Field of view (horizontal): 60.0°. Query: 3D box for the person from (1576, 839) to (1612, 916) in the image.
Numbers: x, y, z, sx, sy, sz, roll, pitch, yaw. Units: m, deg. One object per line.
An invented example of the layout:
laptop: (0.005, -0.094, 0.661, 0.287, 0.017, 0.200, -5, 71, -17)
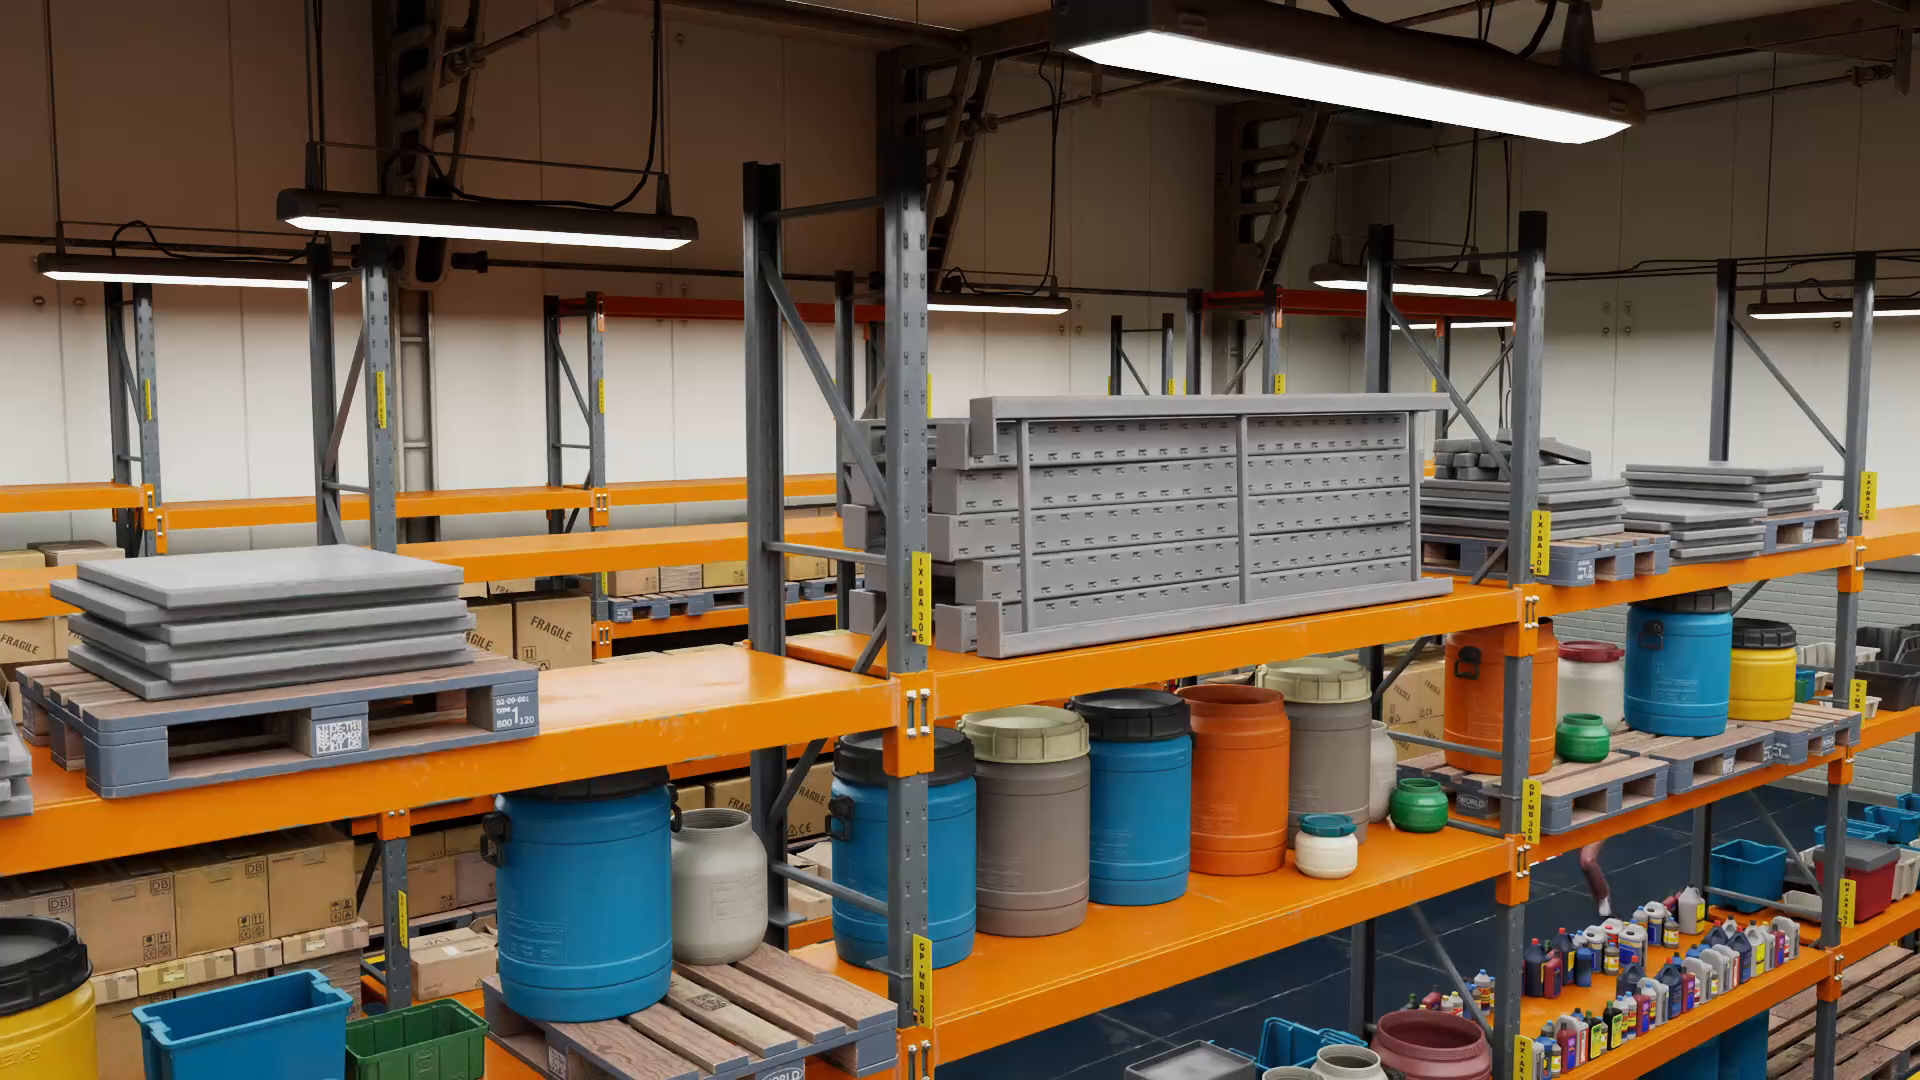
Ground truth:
person: (6.019, 2.812, 16.010, 0.587, 1.607, 0.624, 4, 7, 37)
